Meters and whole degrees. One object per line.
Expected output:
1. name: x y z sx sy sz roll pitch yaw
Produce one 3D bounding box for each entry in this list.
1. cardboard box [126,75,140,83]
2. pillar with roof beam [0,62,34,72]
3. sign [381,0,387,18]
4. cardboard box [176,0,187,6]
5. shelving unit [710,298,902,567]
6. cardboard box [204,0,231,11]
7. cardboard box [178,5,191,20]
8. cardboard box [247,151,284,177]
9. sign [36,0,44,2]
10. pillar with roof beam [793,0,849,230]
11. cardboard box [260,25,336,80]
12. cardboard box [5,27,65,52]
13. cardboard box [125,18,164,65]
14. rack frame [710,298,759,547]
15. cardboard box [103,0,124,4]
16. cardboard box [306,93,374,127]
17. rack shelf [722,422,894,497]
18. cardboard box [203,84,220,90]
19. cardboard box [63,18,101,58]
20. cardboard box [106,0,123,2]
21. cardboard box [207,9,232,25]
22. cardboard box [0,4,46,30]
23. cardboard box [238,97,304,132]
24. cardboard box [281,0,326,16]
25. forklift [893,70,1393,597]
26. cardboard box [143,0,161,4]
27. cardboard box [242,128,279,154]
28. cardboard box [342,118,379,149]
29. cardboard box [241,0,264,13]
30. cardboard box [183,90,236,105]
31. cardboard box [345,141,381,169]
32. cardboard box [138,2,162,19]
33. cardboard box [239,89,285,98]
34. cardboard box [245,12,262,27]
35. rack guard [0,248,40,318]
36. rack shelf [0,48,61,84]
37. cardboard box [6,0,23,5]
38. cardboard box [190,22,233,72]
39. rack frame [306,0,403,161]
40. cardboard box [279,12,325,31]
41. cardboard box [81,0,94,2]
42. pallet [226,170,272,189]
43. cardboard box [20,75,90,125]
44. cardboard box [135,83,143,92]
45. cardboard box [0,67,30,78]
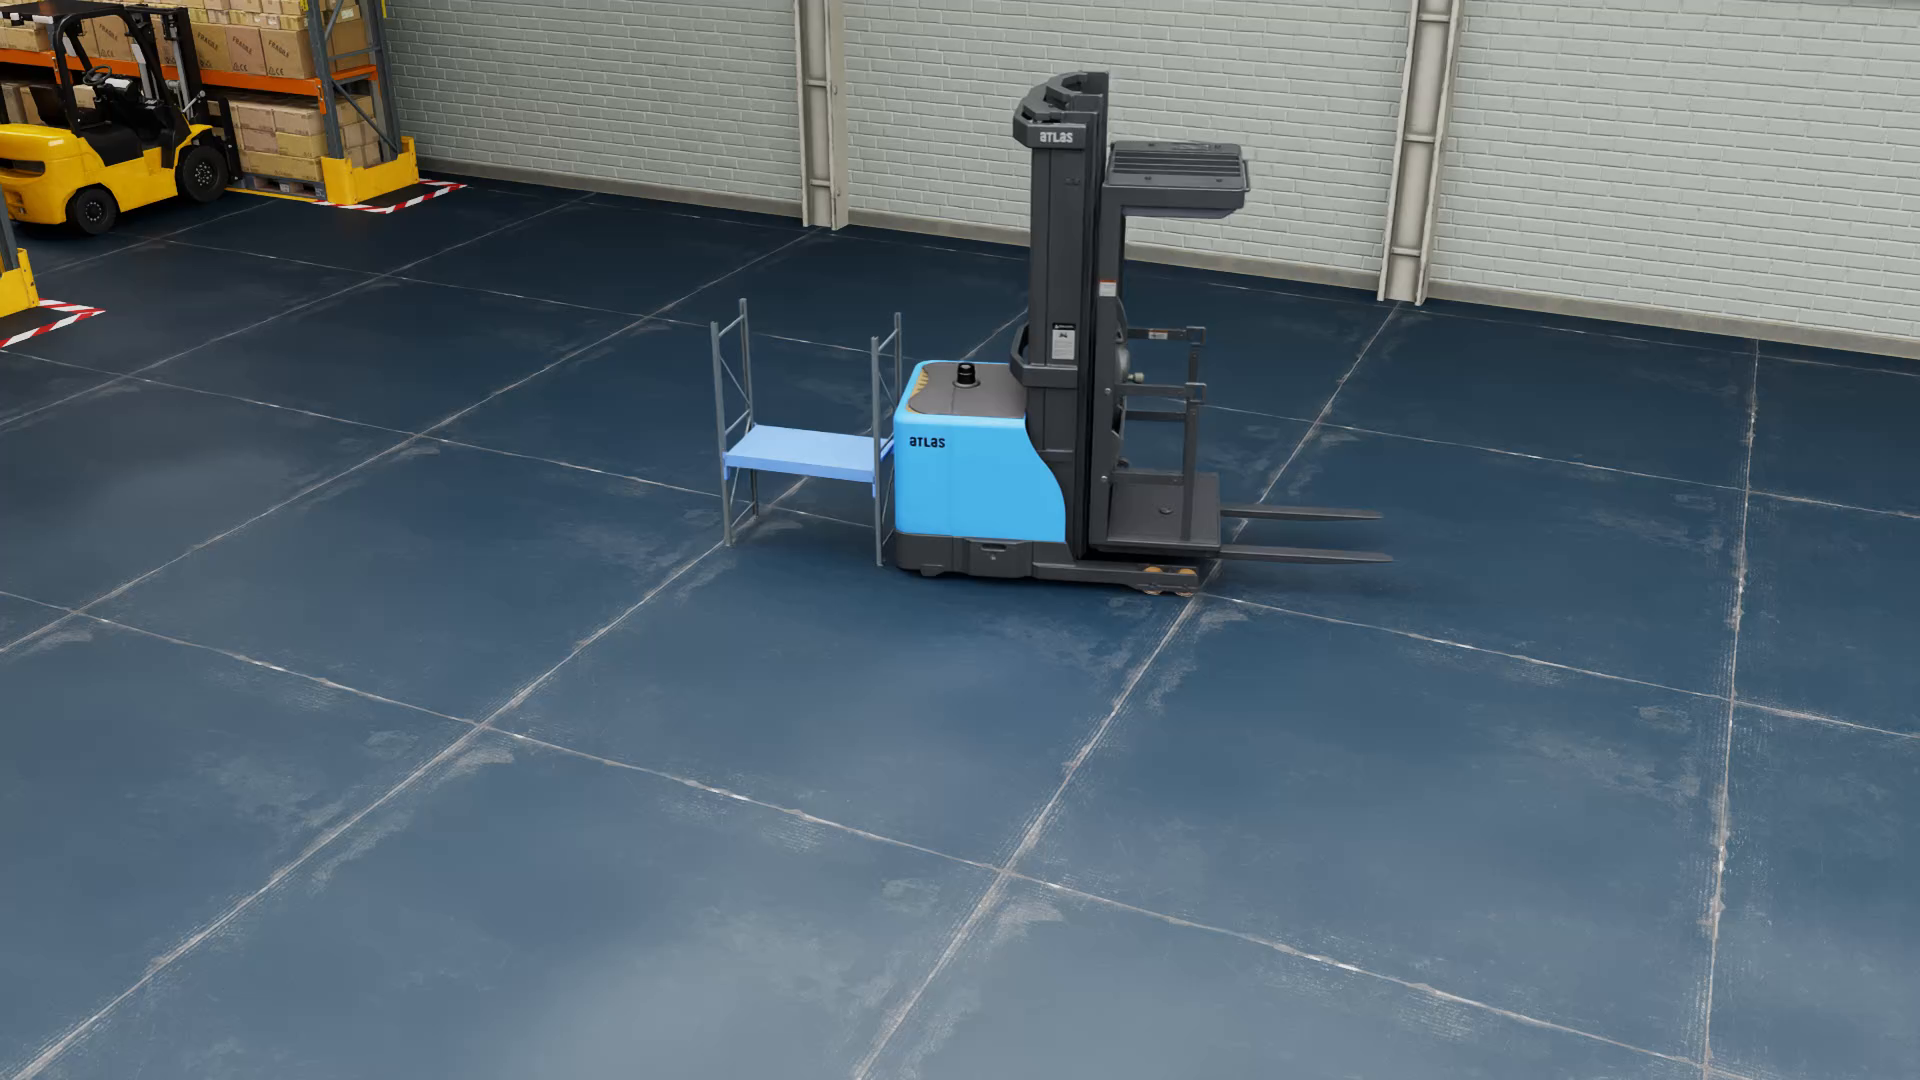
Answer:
1. cardboard box: -9.720 -5.393 19.813 0.500 0.250 0.500 12 29 23
2. pillar with roof beam: -14.111 -7.818 16.441 0.400 9.000 9.100 11 28 22
3. sign: -6.372 -5.916 18.301 0.005 0.325 0.100 11 28 22
4. cardboard box: -8.419 -5.998 18.353 0.250 0.149 0.380 12 29 23
5. shelving unit: -0.931 -0.674 10.422 1.048 1.500 0.538 7 27 14
6. cardboard box: -7.986 -5.868 18.089 0.250 0.149 0.380 12 29 23
7. cardboard box: -8.406 -5.863 18.416 0.250 0.149 0.380 11 28 21
8. cardboard box: -7.614 -4.279 18.682 0.500 0.250 0.500 11 28 22
9. sign: -10.464 -6.266 18.859 0.005 0.325 0.100 11 28 22
10. pillar with roof beam: -3.188 -5.623 11.984 0.400 9.000 9.100 11 28 22
11. cardboard box: -7.163 -5.300 18.005 0.500 0.500 0.500 11 28 21
12. cardboard box: -10.815 -5.921 19.551 0.500 0.250 0.500 12 29 23
13. cardboard box: -9.010 -5.680 18.777 0.500 0.500 0.500 11 28 21
14. rack frame: -1.421 -0.735 10.545 0.032 1.500 0.500 7 27 14
15. cardboard box: -9.388 -6.015 18.724 0.250 0.149 0.380 12 29 23
16. cardboard box: -6.966 -4.838 18.685 0.500 0.250 0.500 11 28 21
17. rack shelf: -0.931 -0.513 10.501 1.000 0.185 0.538 7 27 14
18. cardboard box: -8.798 -5.208 19.438 0.500 0.250 0.500 12 28 22
19. cardboard box: -9.952 -5.860 19.144 0.500 0.500 0.500 11 28 20
20. cardboard box: -9.377 -6.150 18.662 0.250 0.149 0.380 12 29 23
21. cardboard box: -7.978 -5.743 18.172 0.250 0.149 0.380 10 28 20
22. cardboard box: -10.801 -6.146 19.440 0.500 0.250 0.500 11 28 21
23. cardboard box: -7.622 -4.723 18.454 0.500 0.250 0.500 12 29 23
24. cardboard box: -7.020 -5.720 17.788 0.250 0.149 0.380 11 28 22
25. forklift: 1.146 -1.222 9.914 3.031 2.935 1.130 3 26 7
26. cardboard box: -8.875 -6.090 18.539 0.250 0.149 0.380 11 28 22
27. cardboard box: -7.631 -4.509 18.583 0.500 0.250 0.500 11 28 21
28. cardboard box: -6.949 -4.619 18.807 0.500 0.250 0.500 12 29 23
29. cardboard box: -7.507 -5.790 17.930 0.250 0.149 0.380 12 29 23
30. cardboard box: -8.544 -4.907 18.827 0.500 0.250 0.500 11 28 21
31. cardboard box: -6.973 -4.394 18.915 0.500 0.250 0.500 11 28 22
32. cardboard box: -8.913 -5.928 18.547 0.250 0.149 0.380 10 28 20
33. cardboard box: -7.873 -5.023 19.063 0.500 0.250 0.500 11 28 21
34. cardboard box: -7.494 -5.664 18.010 0.250 0.149 0.380 12 29 23
35. rack guard: -8.727 -2.166 14.584 0.348 0.500 1.175 11 28 22
36. rack shelf: -12.069 -6.045 20.446 4.000 0.370 1.077 11 28 22
37. cardboard box: -10.893 -6.351 19.405 0.250 0.149 0.380 11 28 21
38. cardboard box: -8.099 -5.492 18.395 0.500 0.500 0.500 11 28 21
39. rack frame: -6.607 -5.270 18.059 0.127 3.000 1.000 11 28 22
40. cardboard box: -7.038 -5.557 17.793 0.250 0.149 0.380 12 29 23
41. cardboard box: -9.830 -6.127 18.951 0.250 0.149 0.380 12 29 23
42. pallet: -8.427 -4.366 19.379 1.213 0.211 1.003 11 28 22
43. cardboard box: -10.728 -5.216 20.161 0.625 0.625 0.875 13 29 24
44. cardboard box: -9.476 -5.093 19.204 0.500 0.250 0.500 11 28 22
45. cardboard box: -12.116 -5.497 20.732 0.625 0.625 0.875 10 28 20
